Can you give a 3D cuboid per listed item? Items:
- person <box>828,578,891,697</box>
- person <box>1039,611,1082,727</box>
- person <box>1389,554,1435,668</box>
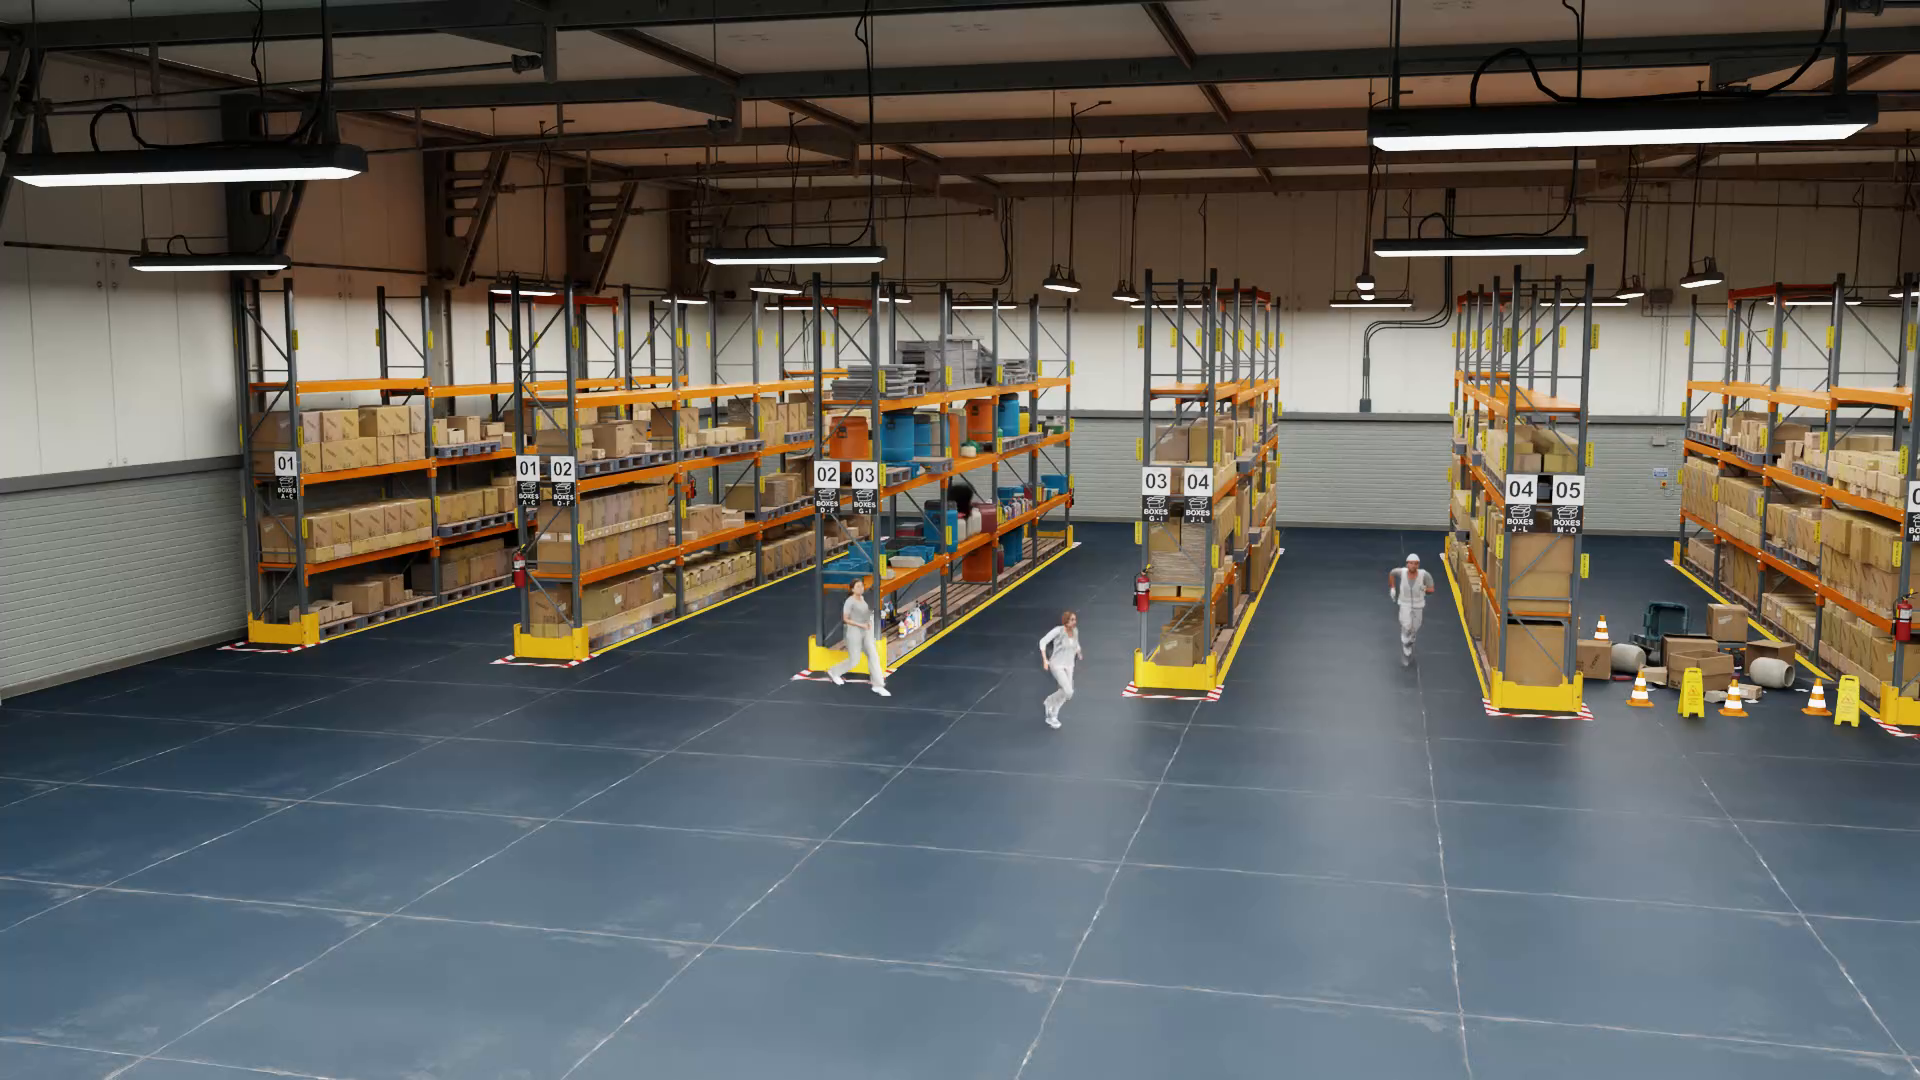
[{"bbox_3d":[-1.448,1.365,23.549,0.988,1.665,0.576,4,8,31],"label":"person"},{"bbox_3d":[1.347,1.664,21.517,0.511,1.540,0.588,-6,9,-42],"label":"person"},{"bbox_3d":[6.968,1.059,25.702,0.646,1.763,0.953,1,7,7],"label":"person"}]
